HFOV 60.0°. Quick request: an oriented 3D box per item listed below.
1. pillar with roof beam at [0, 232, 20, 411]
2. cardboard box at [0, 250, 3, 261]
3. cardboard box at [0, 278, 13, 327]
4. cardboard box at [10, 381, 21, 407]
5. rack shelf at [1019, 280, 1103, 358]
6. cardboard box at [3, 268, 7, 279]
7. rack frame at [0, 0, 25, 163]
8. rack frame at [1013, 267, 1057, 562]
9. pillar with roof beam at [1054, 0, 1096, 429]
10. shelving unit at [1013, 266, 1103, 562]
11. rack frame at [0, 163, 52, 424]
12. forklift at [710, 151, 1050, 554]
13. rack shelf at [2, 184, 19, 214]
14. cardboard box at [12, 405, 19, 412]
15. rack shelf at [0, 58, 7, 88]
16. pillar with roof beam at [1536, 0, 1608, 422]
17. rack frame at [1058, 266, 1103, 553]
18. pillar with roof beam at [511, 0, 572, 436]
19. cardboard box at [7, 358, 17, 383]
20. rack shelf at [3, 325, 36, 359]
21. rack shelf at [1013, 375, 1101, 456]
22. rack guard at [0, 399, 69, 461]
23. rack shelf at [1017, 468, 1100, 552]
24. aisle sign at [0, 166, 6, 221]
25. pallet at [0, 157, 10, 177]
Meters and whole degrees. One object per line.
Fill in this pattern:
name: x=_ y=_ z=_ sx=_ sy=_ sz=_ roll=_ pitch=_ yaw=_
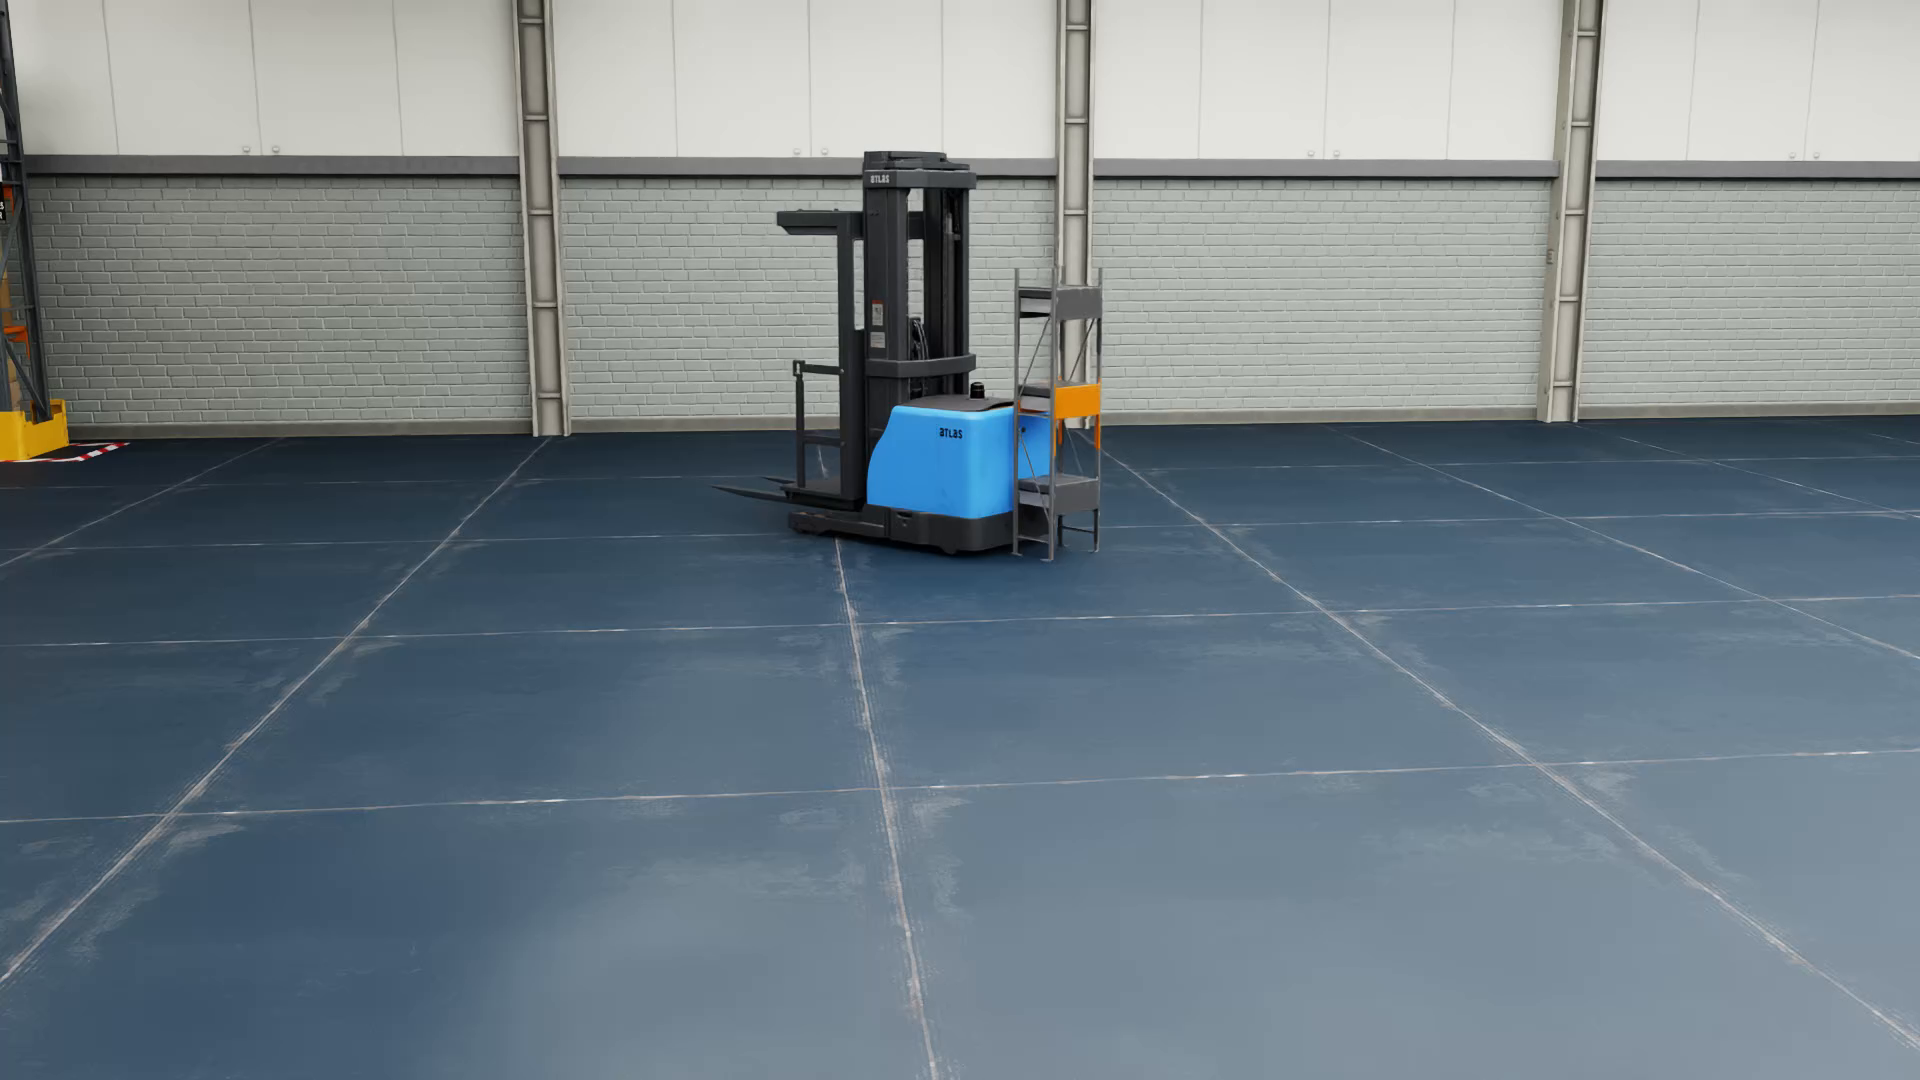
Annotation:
pillar with roof beam: x=-10.157 y=-4.671 z=13.299 sx=0.400 sy=9.000 sz=9.100 roll=-1 pitch=11 yaw=-6
cardboard box: x=-10.190 y=-2.942 z=17.344 sx=0.250 sy=0.149 sz=0.380 roll=-1 pitch=11 yaw=-7
cardboard box: x=-10.355 y=-2.486 z=17.481 sx=0.500 sy=0.500 sz=0.500 roll=-1 pitch=11 yaw=-4
cardboard box: x=-10.322 y=-1.527 z=17.601 sx=0.500 sy=0.250 sz=0.500 roll=-1 pitch=11 yaw=-5
rack shelf: x=0.711 y=-1.602 z=12.015 sx=0.480 sy=0.518 sz=0.431 roll=-10 pitch=15 yaw=-42
cardboard box: x=-10.198 y=-2.805 z=17.417 sx=0.250 sy=0.149 sz=0.380 roll=-1 pitch=11 yaw=-8
rack frame: x=-9.833 y=-5.338 z=16.693 sx=0.127 sy=3.000 sz=1.000 roll=-1 pitch=11 yaw=-6
rack frame: x=0.533 y=-0.896 z=11.983 sx=0.015 sy=2.100 sz=0.400 roll=-10 pitch=15 yaw=-42
pillar with roof beam: x=1.773 y=-4.921 z=14.571 sx=0.400 sy=9.000 sz=9.100 roll=-1 pitch=11 yaw=-6
shelving unit: x=0.711 y=-0.929 z=12.148 sx=0.503 sy=2.100 sz=0.431 roll=-10 pitch=15 yaw=-42
rack frame: x=-9.833 y=-2.394 z=17.272 sx=0.127 sy=3.000 sz=1.000 roll=-1 pitch=11 yaw=-6
forklift: x=-0.732 y=-1.541 z=13.110 sx=3.031 sy=2.935 sz=1.130 roll=9 pitch=14 yaw=39
rack shelf: x=-11.821 y=-3.472 z=16.840 sx=4.000 sy=0.370 sz=1.077 roll=-1 pitch=11 yaw=-6
cardboard box: x=-10.342 y=-1.279 z=17.635 sx=0.500 sy=0.250 sz=0.500 roll=-1 pitch=11 yaw=-6
rack shelf: x=-11.821 y=-4.747 z=16.589 sx=4.000 sy=0.370 sz=1.077 roll=-1 pitch=11 yaw=-6
pillar with roof beam: x=7.737 y=-5.046 z=15.207 sx=0.400 sy=9.000 sz=9.100 roll=-1 pitch=11 yaw=-6
rack frame: x=0.888 y=-0.961 z=12.312 sx=0.015 sy=2.100 sz=0.400 roll=-10 pitch=15 yaw=-42
pillar with roof beam: x=-4.192 y=-4.796 z=13.935 sx=0.400 sy=9.000 sz=9.100 roll=-1 pitch=11 yaw=-6
cardboard box: x=-10.331 y=-1.768 z=17.534 sx=0.500 sy=0.250 sz=0.500 roll=-1 pitch=11 yaw=-7
rack shelf: x=-11.821 y=-2.000 z=17.129 sx=4.000 sy=0.370 sz=1.077 roll=-1 pitch=11 yaw=-6
rack shelf: x=0.711 y=-0.915 z=12.150 sx=0.480 sy=0.518 sz=0.431 roll=-10 pitch=15 yaw=-42
rack guard: x=-9.809 y=-1.168 z=17.516 sx=0.348 sy=0.500 sz=1.175 roll=-1 pitch=11 yaw=-6
rack shelf: x=0.710 y=-0.228 z=12.285 sx=0.480 sy=0.518 sz=0.431 roll=-10 pitch=15 yaw=-42
aisle sign: x=-9.736 y=-3.615 z=16.742 sx=0.004 sy=0.787 sz=0.394 roll=-1 pitch=11 yaw=-6
pallet: x=-10.538 y=-3.813 z=16.941 sx=1.213 sy=0.211 sz=1.003 roll=-1 pitch=11 yaw=-6
